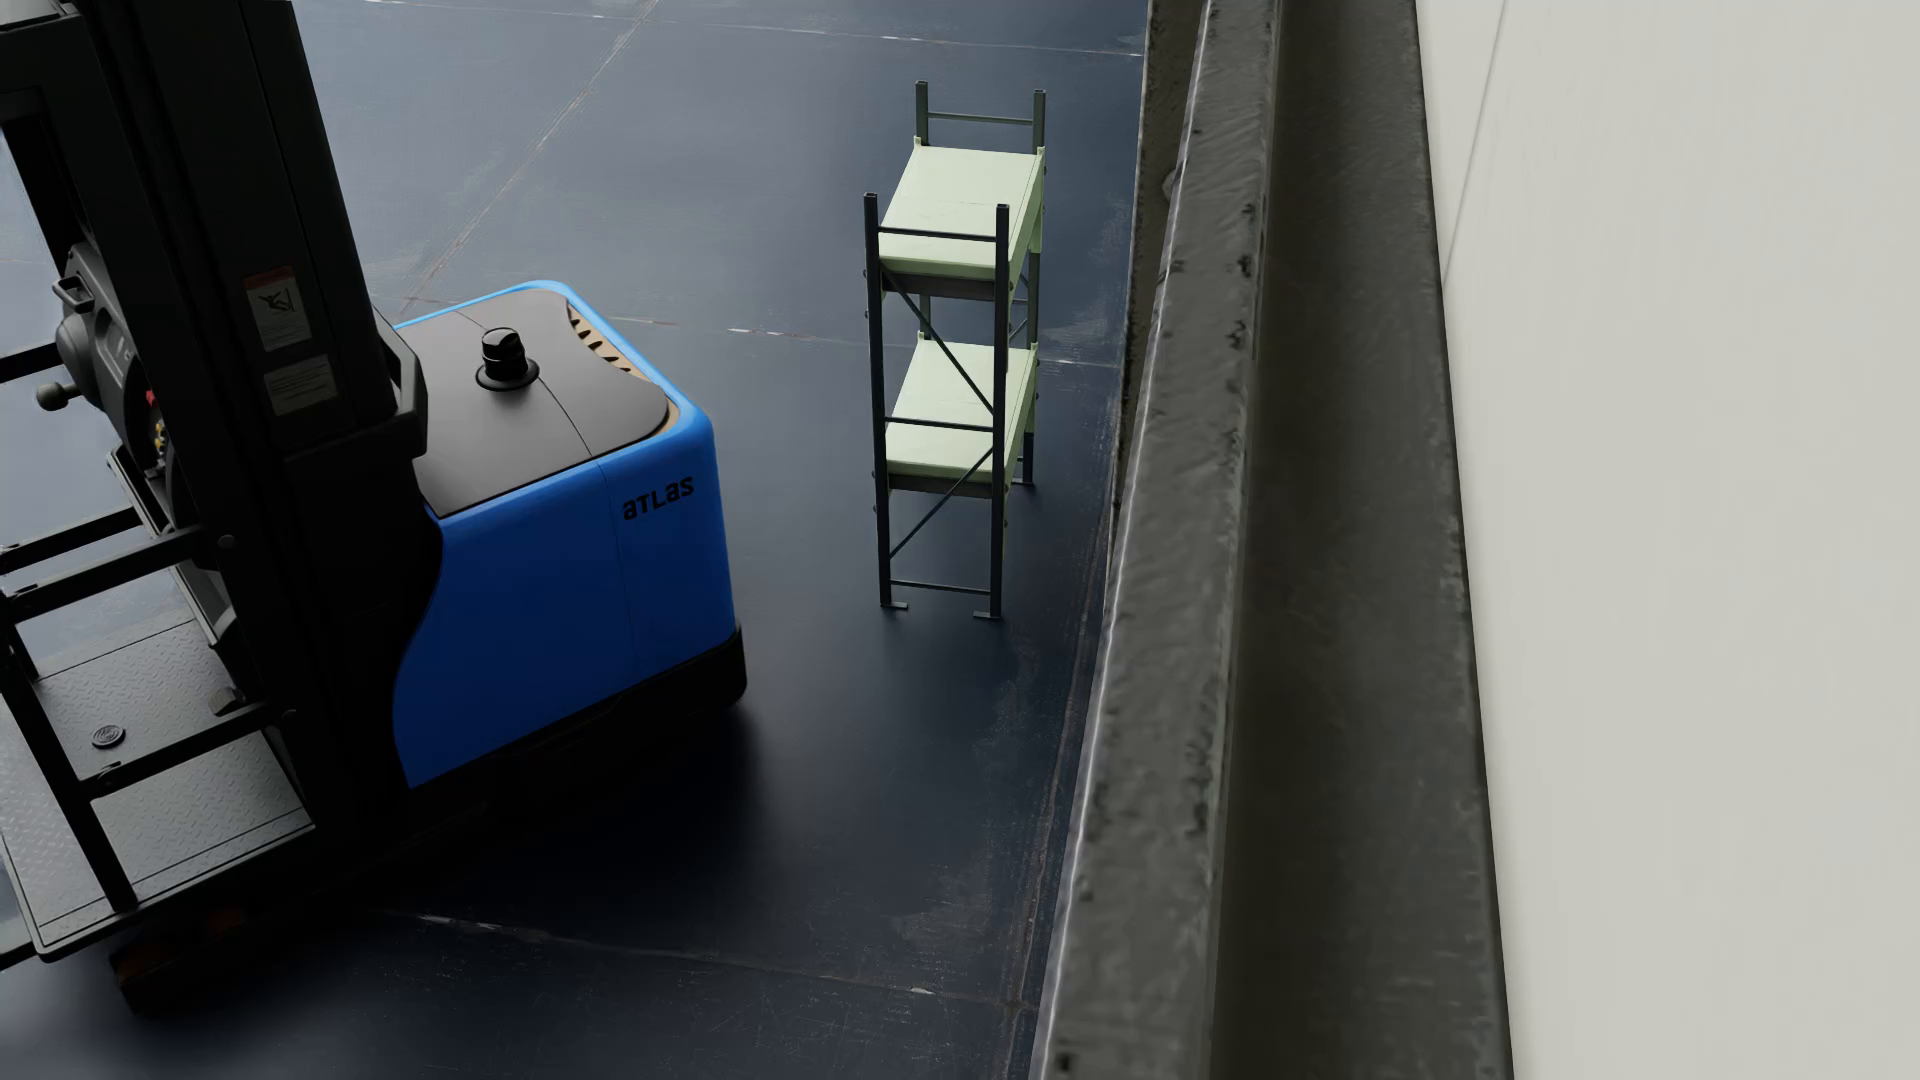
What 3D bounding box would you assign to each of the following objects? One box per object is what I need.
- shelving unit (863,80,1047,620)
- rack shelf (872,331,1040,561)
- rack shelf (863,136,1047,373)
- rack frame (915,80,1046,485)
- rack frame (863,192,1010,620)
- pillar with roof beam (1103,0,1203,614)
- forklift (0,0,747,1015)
[{"bbox_3d":[-0.001,-0.574,5.267,0.431,1.500,0.755,6,40,8],"label":"shelving unit"},{"bbox_3d":[-0.001,-0.323,5.475,0.431,0.370,0.720,6,40,8],"label":"rack shelf"},{"bbox_3d":[-0.001,-0.875,5.018,0.431,0.370,0.720,6,40,8],"label":"rack shelf"},{"bbox_3d":[0.062,-0.804,5.545,0.400,1.500,0.023,6,40,8],"label":"rack frame"},{"bbox_3d":[-0.064,-0.344,4.989,0.400,1.500,0.023,6,40,8],"label":"rack frame"},{"bbox_3d":[-3.784,-2.707,1.962,9.100,9.000,0.400,6,40,8],"label":"pillar with roof beam"},{"bbox_3d":[-2.142,-0.312,3.828,3.031,2.935,1.130,-25,46,-27],"label":"forklift"}]
